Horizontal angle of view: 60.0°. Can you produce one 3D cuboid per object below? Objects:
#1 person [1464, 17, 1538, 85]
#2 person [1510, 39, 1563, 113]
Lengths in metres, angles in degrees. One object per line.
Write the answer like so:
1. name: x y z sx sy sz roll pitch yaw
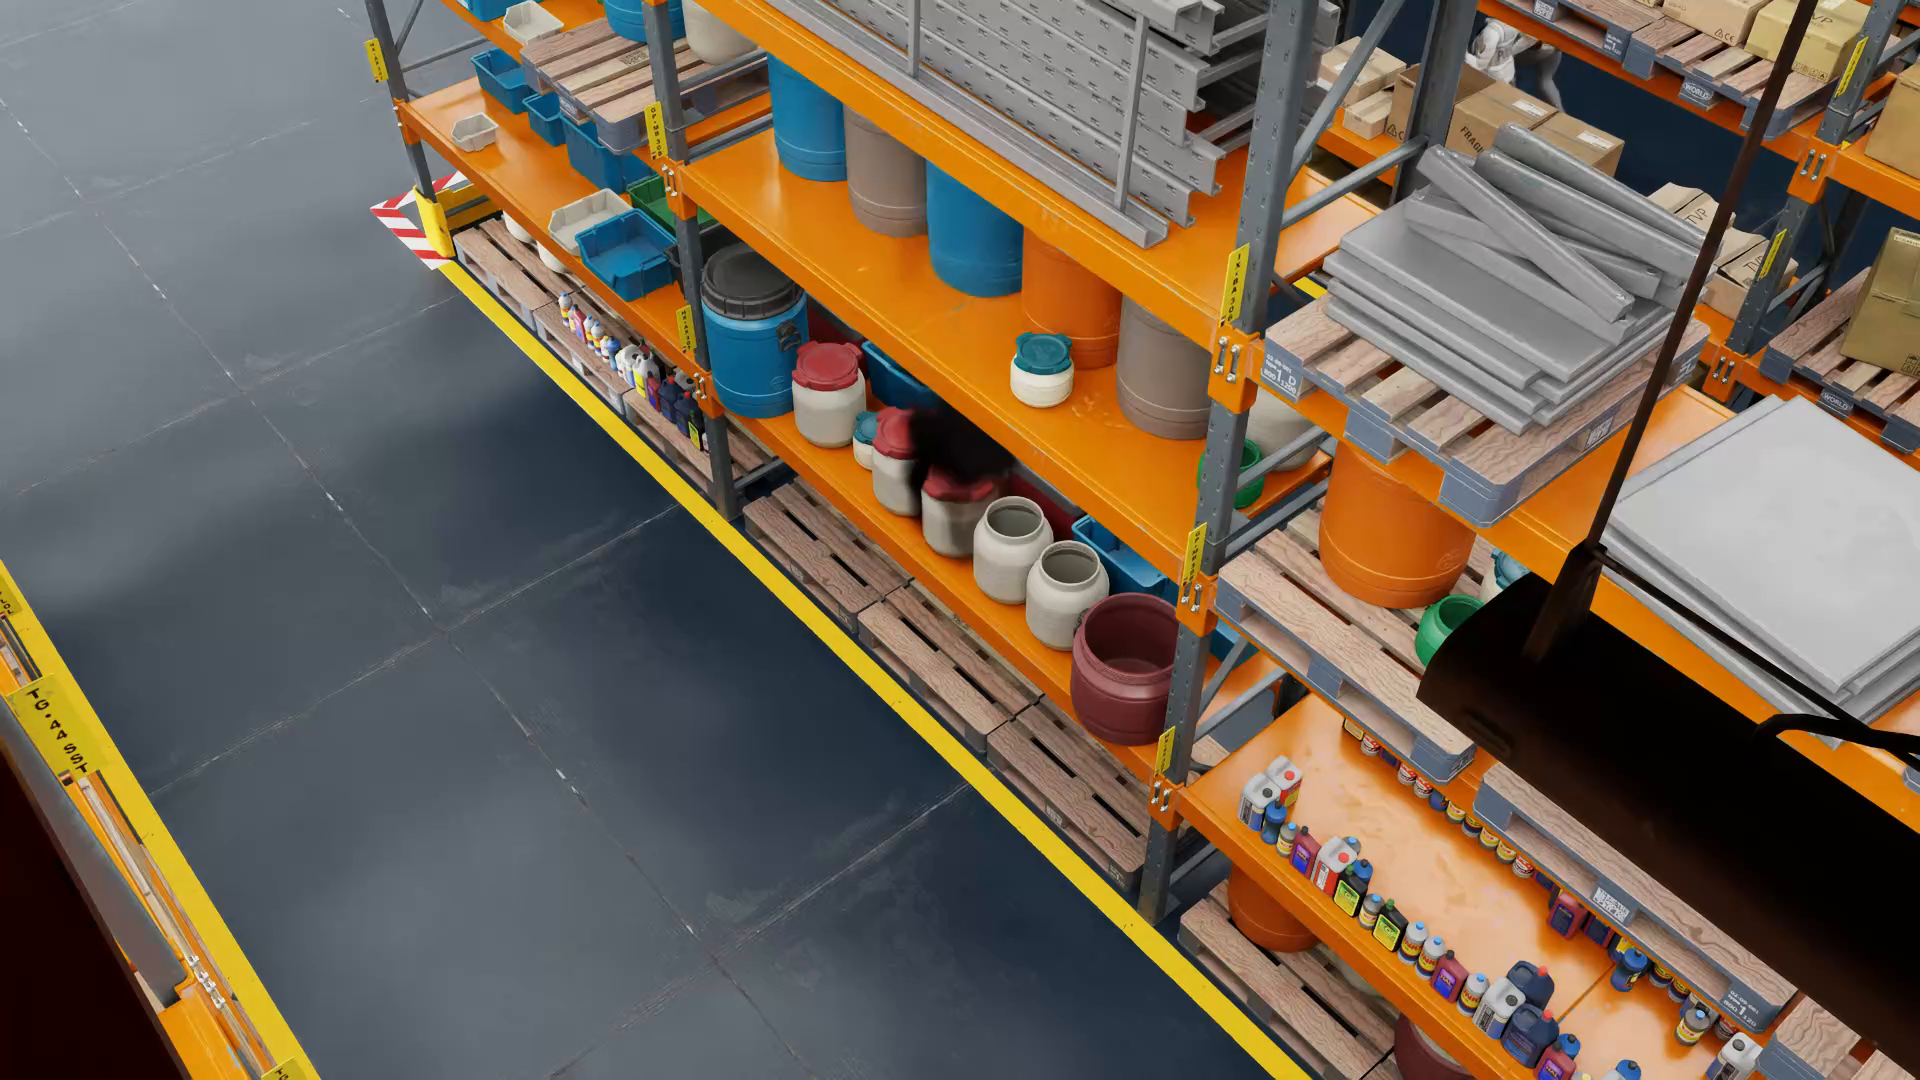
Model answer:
1. person: 4.262 -3.630 13.259 0.945 1.705 0.628 31 54 26
2. person: 4.822 -4.093 13.735 0.581 1.730 0.737 -35 56 -29
